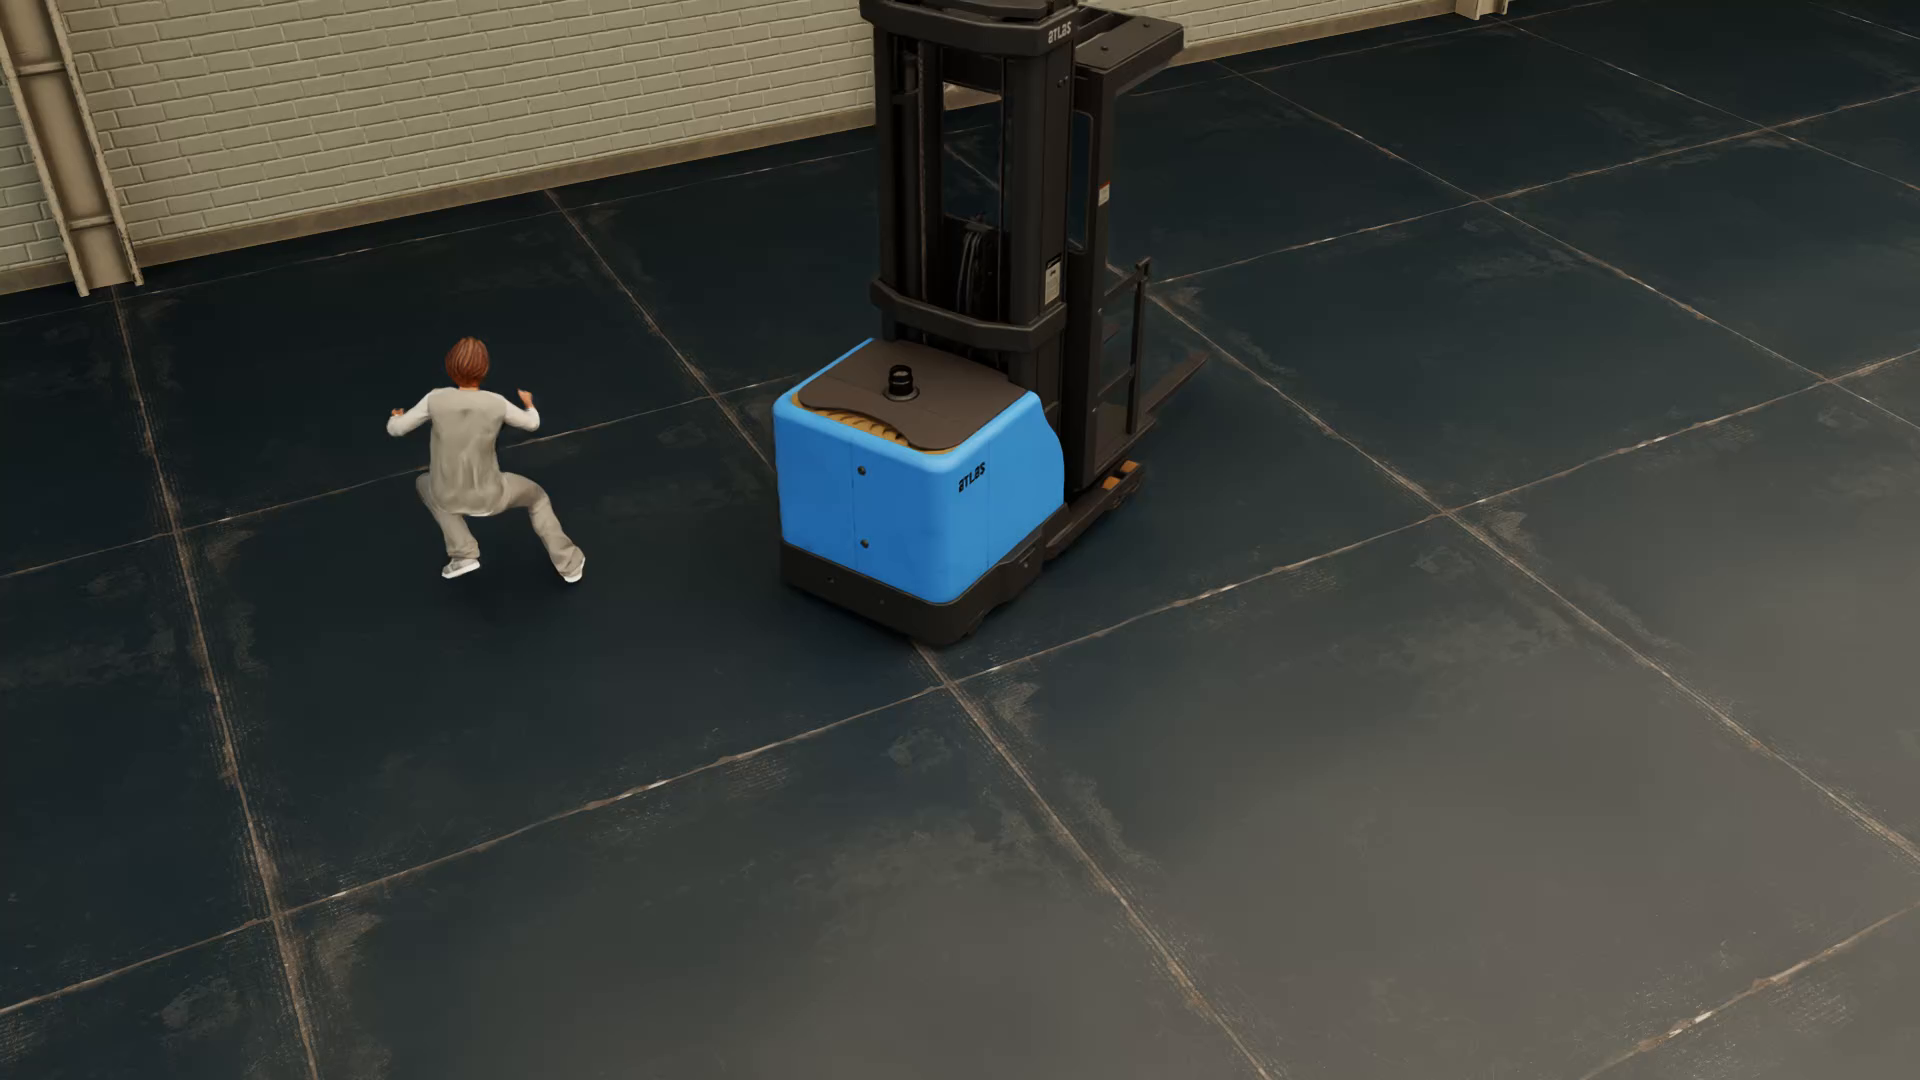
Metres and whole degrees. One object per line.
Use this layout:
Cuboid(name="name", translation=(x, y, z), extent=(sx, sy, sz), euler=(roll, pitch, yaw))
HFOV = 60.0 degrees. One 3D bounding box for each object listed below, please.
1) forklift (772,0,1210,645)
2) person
Cuboid(name="forklift", translation=(0.353, -1.509, 8.258), extent=(1.130, 2.935, 3.031), euler=(21, 41, 27))
Cuboid(name="person", translation=(-2.312, -0.389, 7.993), extent=(0.817, 1.402, 0.692), euler=(-4, 35, -6))
